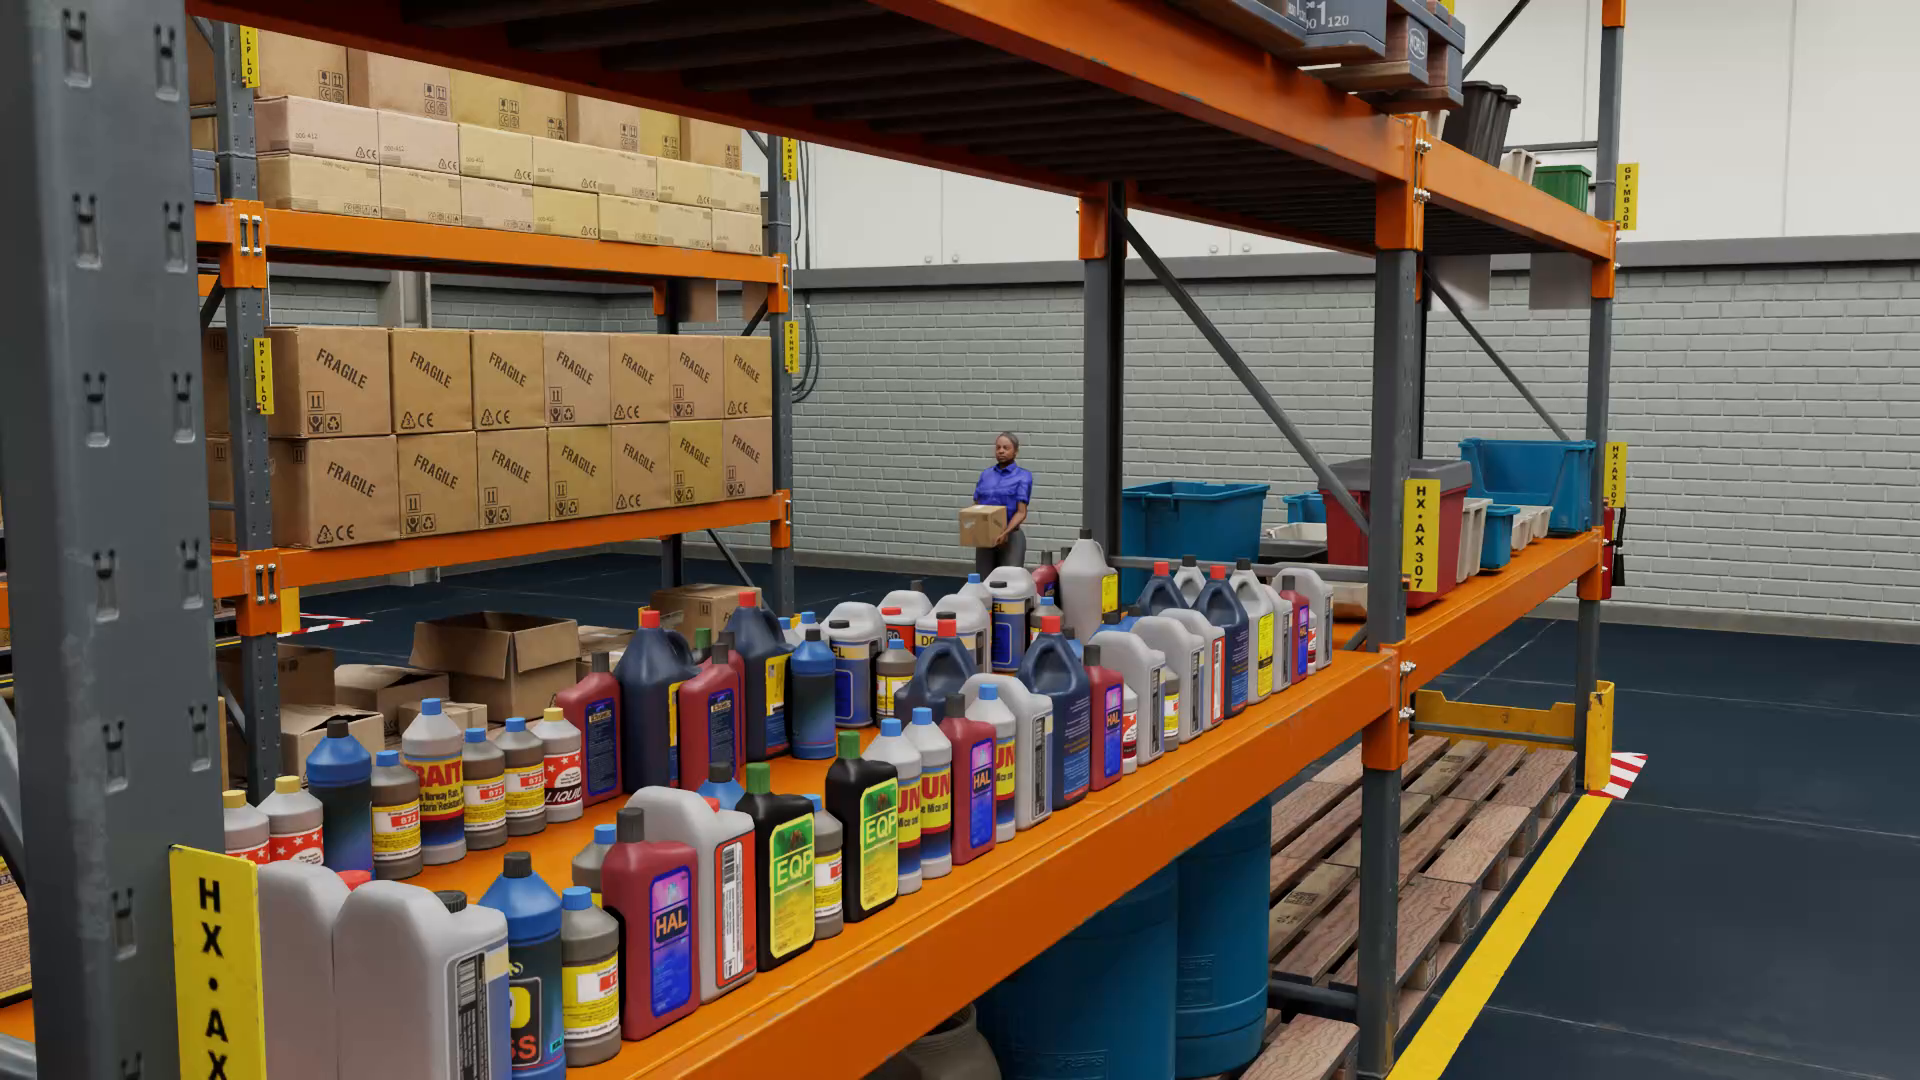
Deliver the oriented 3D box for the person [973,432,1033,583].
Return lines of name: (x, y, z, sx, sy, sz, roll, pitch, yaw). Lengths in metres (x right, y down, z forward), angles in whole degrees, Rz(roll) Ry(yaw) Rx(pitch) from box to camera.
person: (0.254, 0.059, 11.891, 0.451, 1.650, 0.512, 3, 7, 30)
